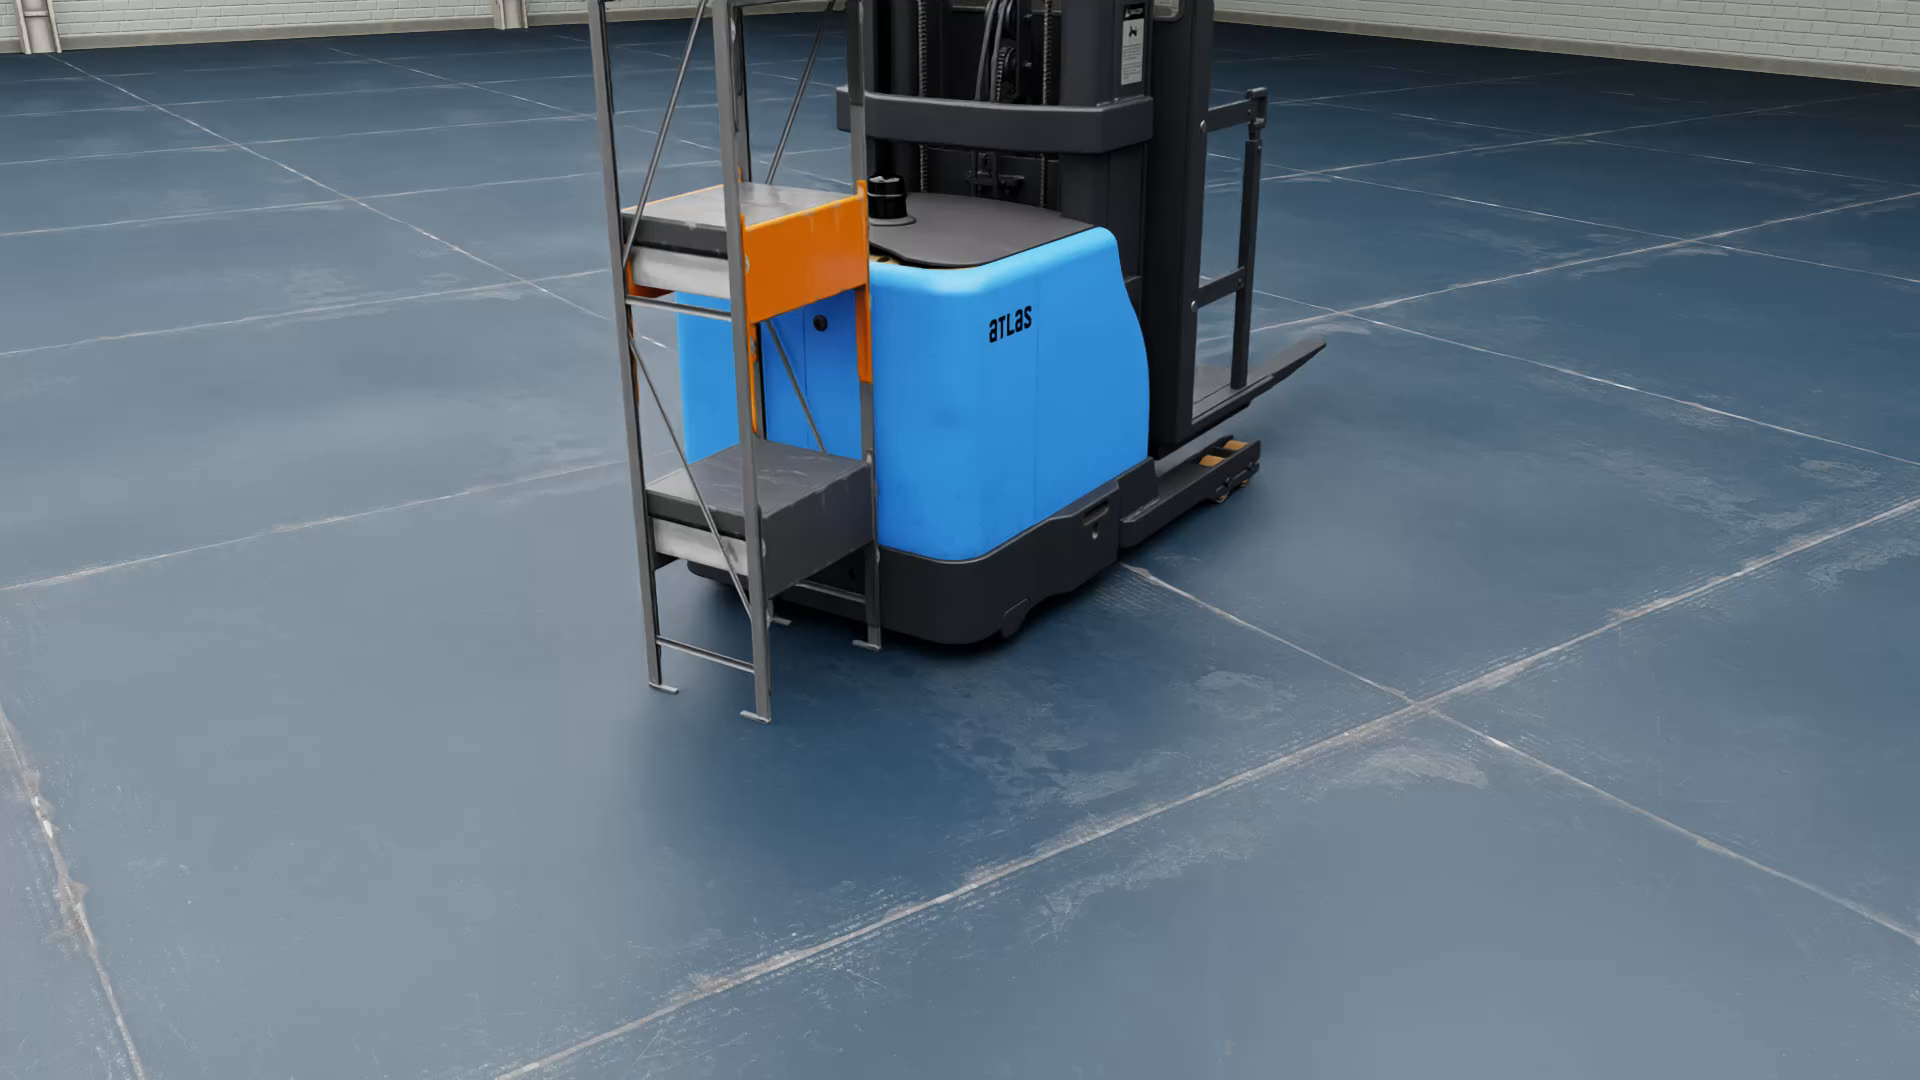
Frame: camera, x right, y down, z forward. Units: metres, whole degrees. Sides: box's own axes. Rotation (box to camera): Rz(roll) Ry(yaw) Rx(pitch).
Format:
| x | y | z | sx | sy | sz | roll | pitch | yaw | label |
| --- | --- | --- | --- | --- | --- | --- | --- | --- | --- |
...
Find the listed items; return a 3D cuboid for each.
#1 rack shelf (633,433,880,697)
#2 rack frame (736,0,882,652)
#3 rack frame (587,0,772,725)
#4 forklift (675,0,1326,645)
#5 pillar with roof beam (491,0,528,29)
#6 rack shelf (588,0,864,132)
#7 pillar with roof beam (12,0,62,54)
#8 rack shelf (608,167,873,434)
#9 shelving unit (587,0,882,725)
| x | y | z | sx | sy | sz | roll | pitch | yaw | label |
| --- | --- | --- | --- | --- | --- | --- | --- | --- | --- |
| -0.524 | 0.037 | 4.383 | 0.431 | 0.518 | 0.480 | 13 | 26 | 30 | rack shelf |
| -0.400 | -0.702 | 4.298 | 0.400 | 2.100 | 0.015 | 13 | 26 | 30 | rack frame |
| -0.662 | -0.541 | 3.919 | 0.400 | 2.100 | 0.015 | 13 | 26 | 30 | rack frame |
| 0.404 | -1.572 | 5.382 | 1.130 | 2.935 | 3.031 | 14 | 25 | 30 | forklift |
| -3.872 | -10.168 | 18.735 | 0.400 | 9.000 | 9.100 | -15 | 26 | -33 | pillar with roof beam |
| -0.537 | -1.255 | 3.845 | 0.431 | 0.518 | 0.480 | 13 | 26 | 30 | rack shelf |
| -8.743 | -8.869 | 15.481 | 0.400 | 9.000 | 9.100 | -15 | 26 | -33 | pillar with roof beam |
| -0.531 | -0.609 | 4.114 | 0.431 | 0.518 | 0.480 | 13 | 26 | 30 | rack shelf |
| -0.531 | -0.622 | 4.109 | 0.431 | 2.100 | 0.503 | 13 | 26 | 30 | shelving unit |
